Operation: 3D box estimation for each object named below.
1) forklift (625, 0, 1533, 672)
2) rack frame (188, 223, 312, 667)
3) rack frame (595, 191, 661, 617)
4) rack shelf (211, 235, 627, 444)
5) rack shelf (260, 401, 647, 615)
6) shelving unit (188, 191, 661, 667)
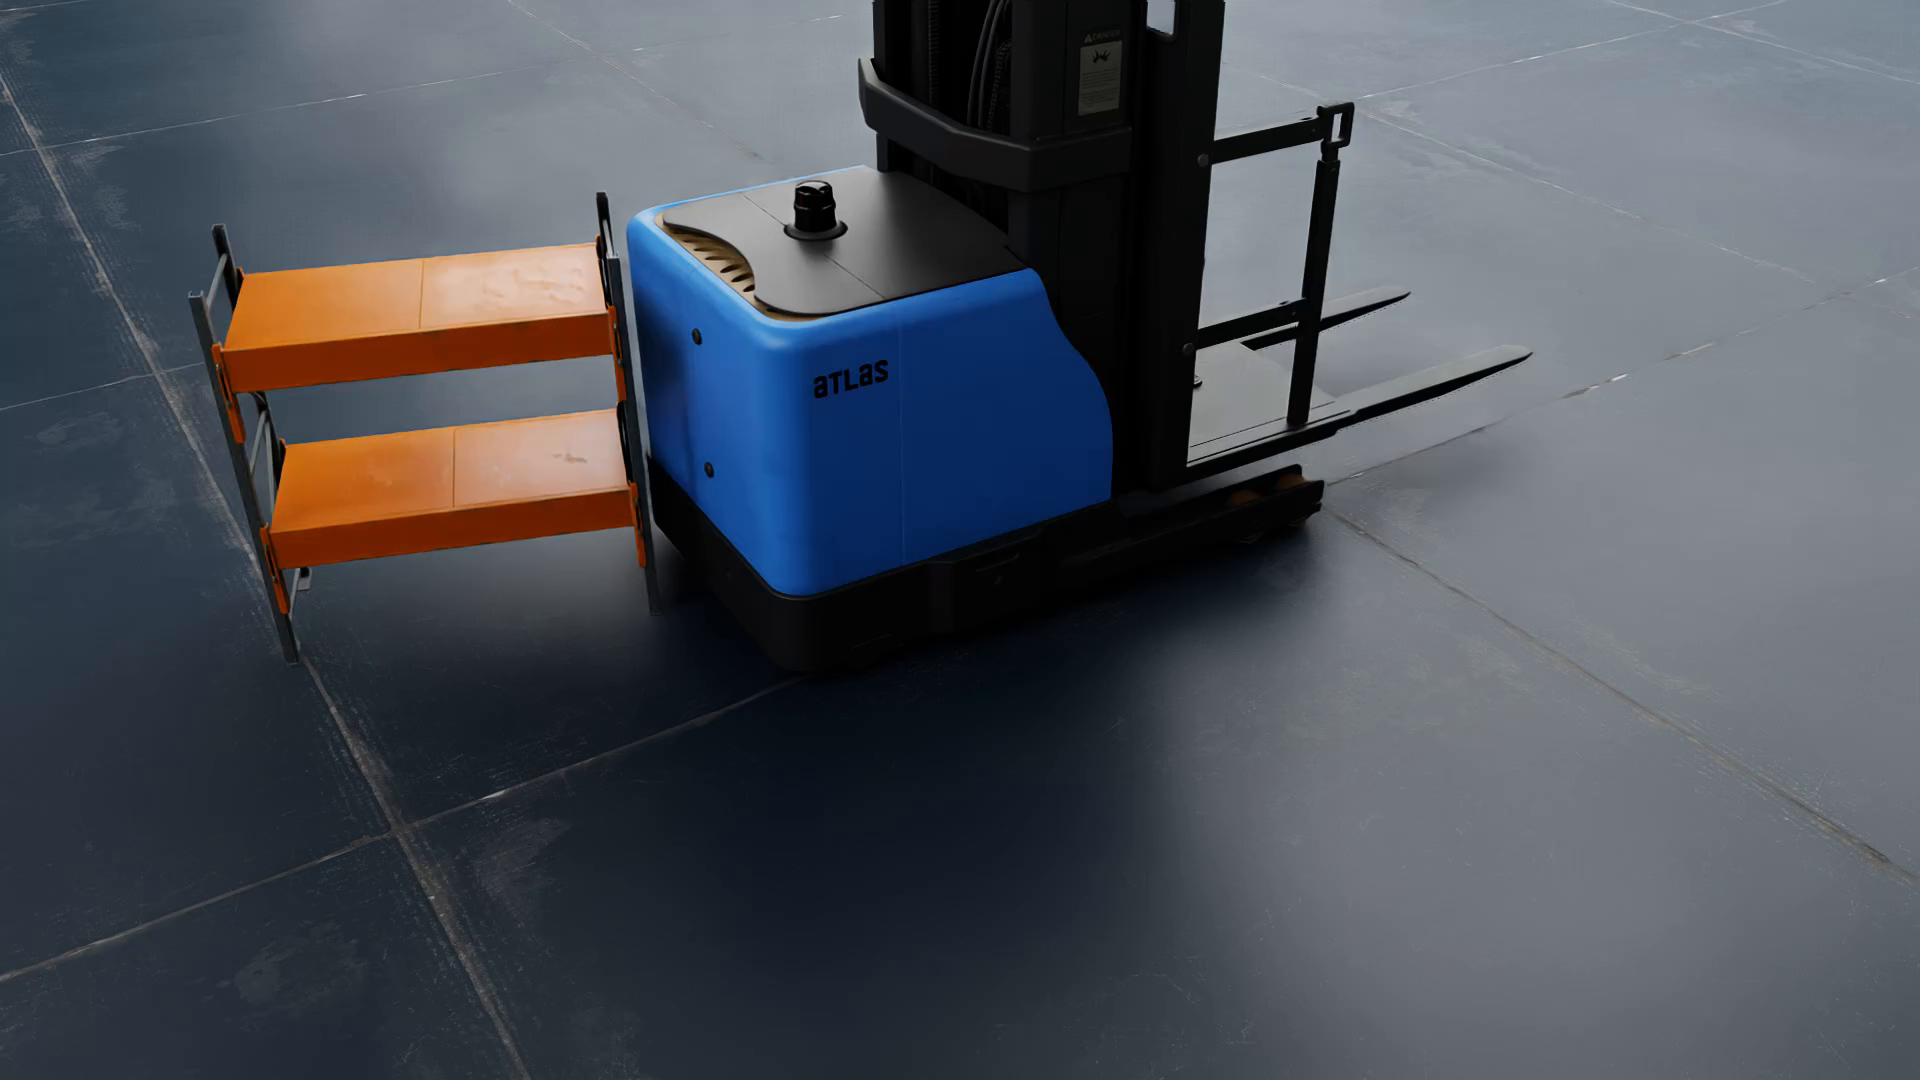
[{"bbox_3d":[0.564,-1.454,4.807,3.031,2.935,1.130,-18,36,-26],"label":"forklift"},{"bbox_3d":[-1.943,-0.250,4.592,0.032,1.125,0.500,-8,33,-12],"label":"rack frame"},{"bbox_3d":[-0.956,-0.381,4.800,0.032,1.125,0.500,-8,33,-12],"label":"rack frame"},{"bbox_3d":[-1.449,-0.563,4.540,1.000,0.278,0.538,-8,33,-12],"label":"rack shelf"},{"bbox_3d":[-1.449,-0.109,4.826,1.000,0.278,0.538,-8,33,-12],"label":"rack shelf"},{"bbox_3d":[-1.449,-0.315,4.696,1.048,1.125,0.538,-8,33,-12],"label":"shelving unit"}]
